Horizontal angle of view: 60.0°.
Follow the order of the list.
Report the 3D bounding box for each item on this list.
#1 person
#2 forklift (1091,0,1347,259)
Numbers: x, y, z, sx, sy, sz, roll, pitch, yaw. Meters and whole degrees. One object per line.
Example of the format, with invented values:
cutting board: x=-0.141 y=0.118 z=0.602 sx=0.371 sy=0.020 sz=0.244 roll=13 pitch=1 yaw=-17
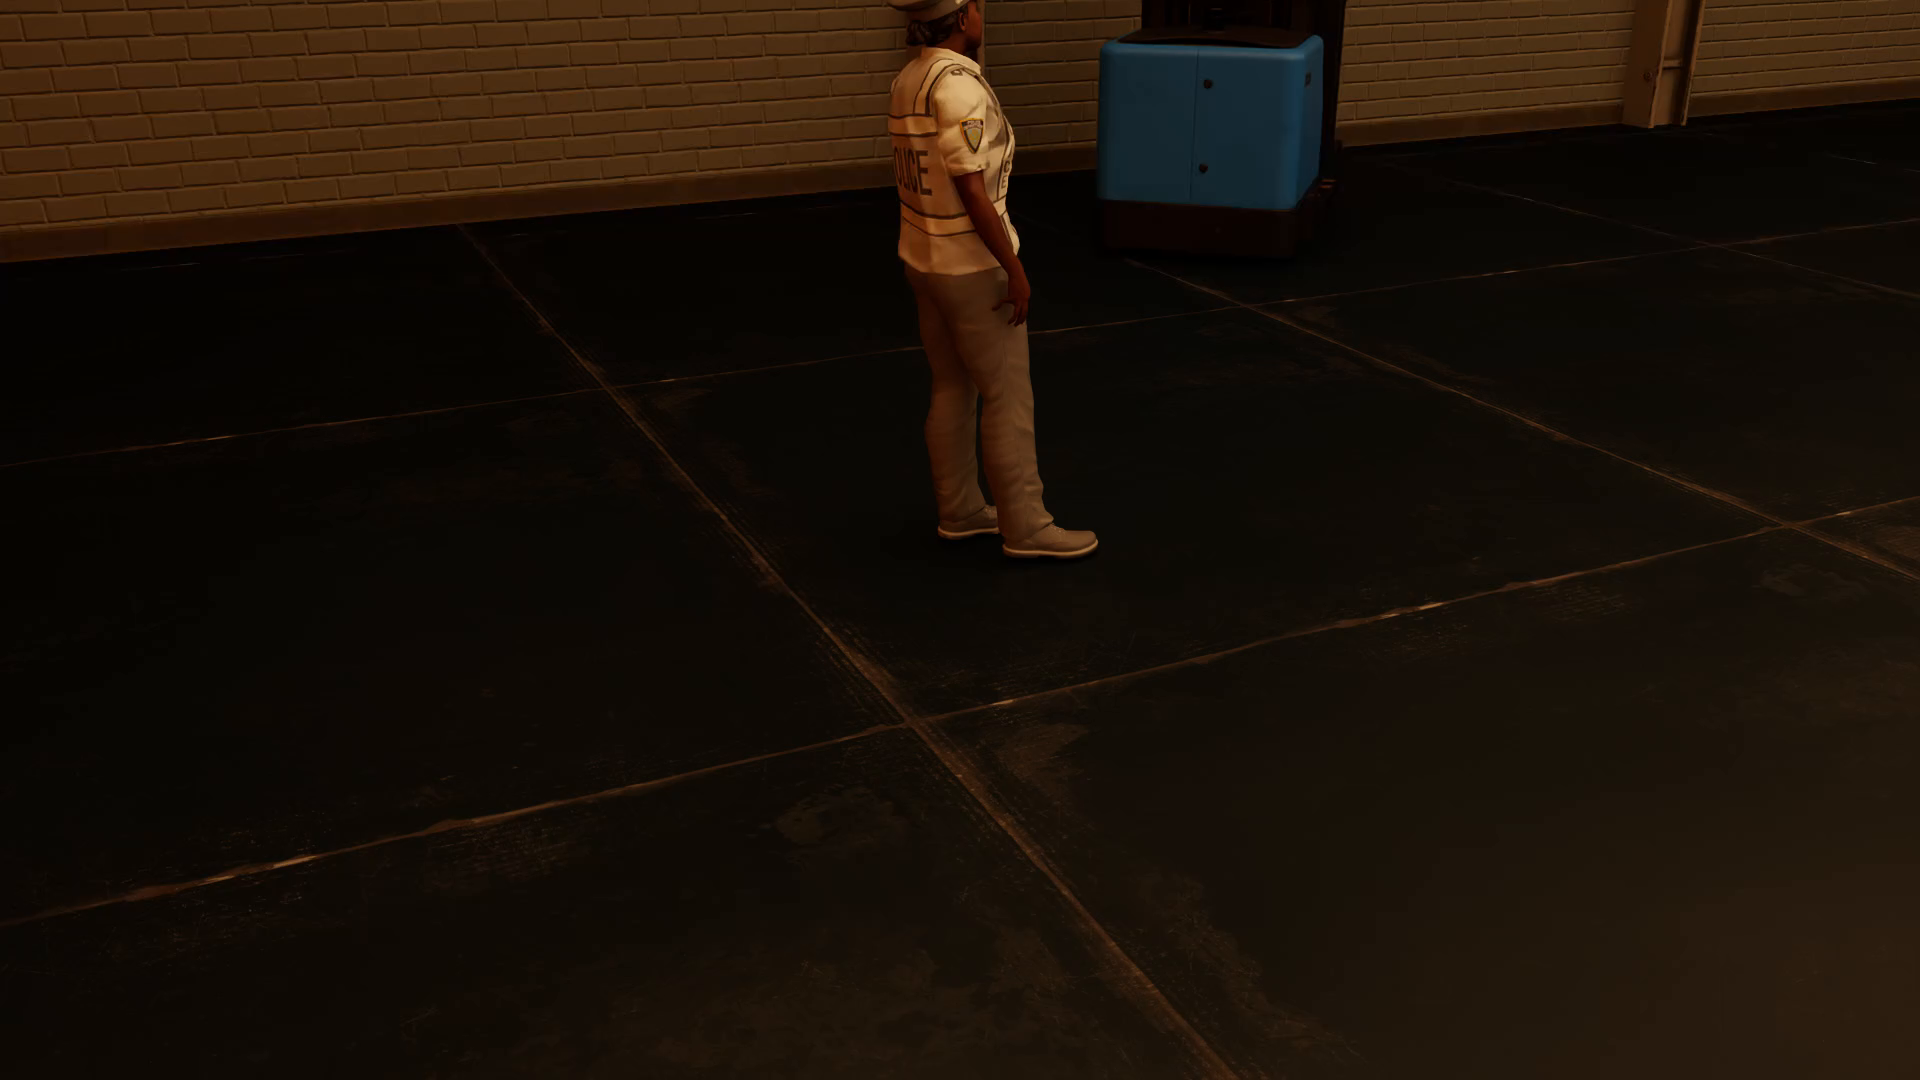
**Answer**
person: x=0.077 y=-0.794 z=4.792 sx=0.528 sy=1.695 sz=0.569 roll=-10 pitch=25 yaw=-23
forklift: x=1.618 y=-3.297 z=9.223 sx=1.130 sy=2.935 sz=3.031 roll=7 pitch=24 yaw=17
